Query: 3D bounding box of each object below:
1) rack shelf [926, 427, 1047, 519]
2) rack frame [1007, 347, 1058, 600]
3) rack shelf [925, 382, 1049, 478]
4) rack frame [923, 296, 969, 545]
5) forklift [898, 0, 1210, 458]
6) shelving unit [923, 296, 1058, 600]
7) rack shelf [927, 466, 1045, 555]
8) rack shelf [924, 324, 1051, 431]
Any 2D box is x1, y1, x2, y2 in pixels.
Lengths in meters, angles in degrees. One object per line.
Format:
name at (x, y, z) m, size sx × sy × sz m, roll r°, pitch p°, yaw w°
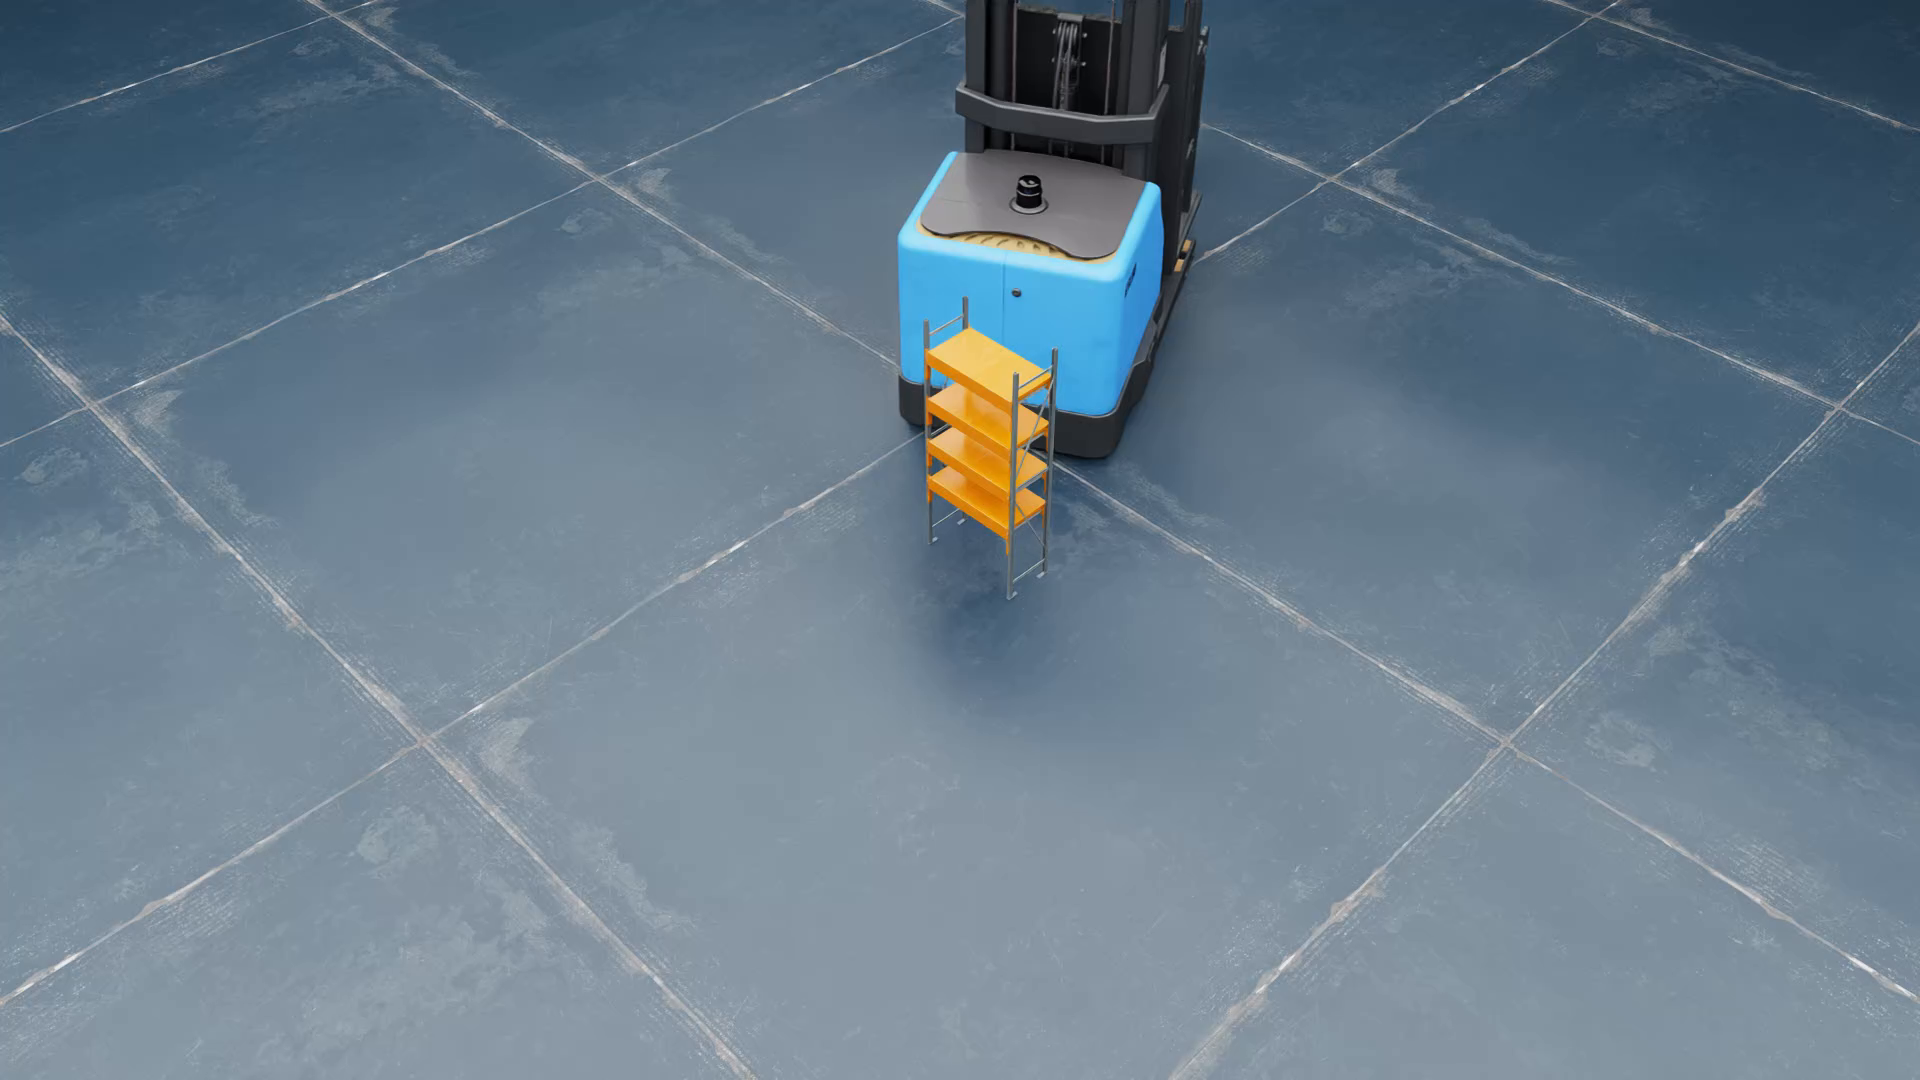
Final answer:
rack shelf at (0.117, -0.312, 6.920) m, size 0.258 × 0.148 × 0.480 m, roll -34°, pitch 53°, yaw -31°
rack frame at (0.289, -0.244, 6.747) m, size 0.240 × 1.200 × 0.015 m, roll -34°, pitch 53°, yaw -31°
rack shelf at (0.117, -0.476, 6.768) m, size 0.258 × 0.148 × 0.480 m, roll -34°, pitch 53°, yaw -31°
rack frame at (-0.055, -0.478, 7.001) m, size 0.240 × 1.200 × 0.015 m, roll -34°, pitch 53°, yaw -31°
forklift at (0.633, -2.469, 7.880) m, size 1.130 × 2.935 × 3.031 m, roll 12°, pitch 44°, yaw 13°
shelving unit at (0.117, -0.361, 6.874) m, size 0.258 × 1.200 × 0.503 m, roll -34°, pitch 53°, yaw -31°
rack shelf at (0.117, -0.166, 7.055) m, size 0.258 × 0.148 × 0.480 m, roll -34°, pitch 53°, yaw -31°
rack shelf at (0.117, -0.650, 6.607) m, size 0.258 × 0.148 × 0.480 m, roll -34°, pitch 53°, yaw -31°
